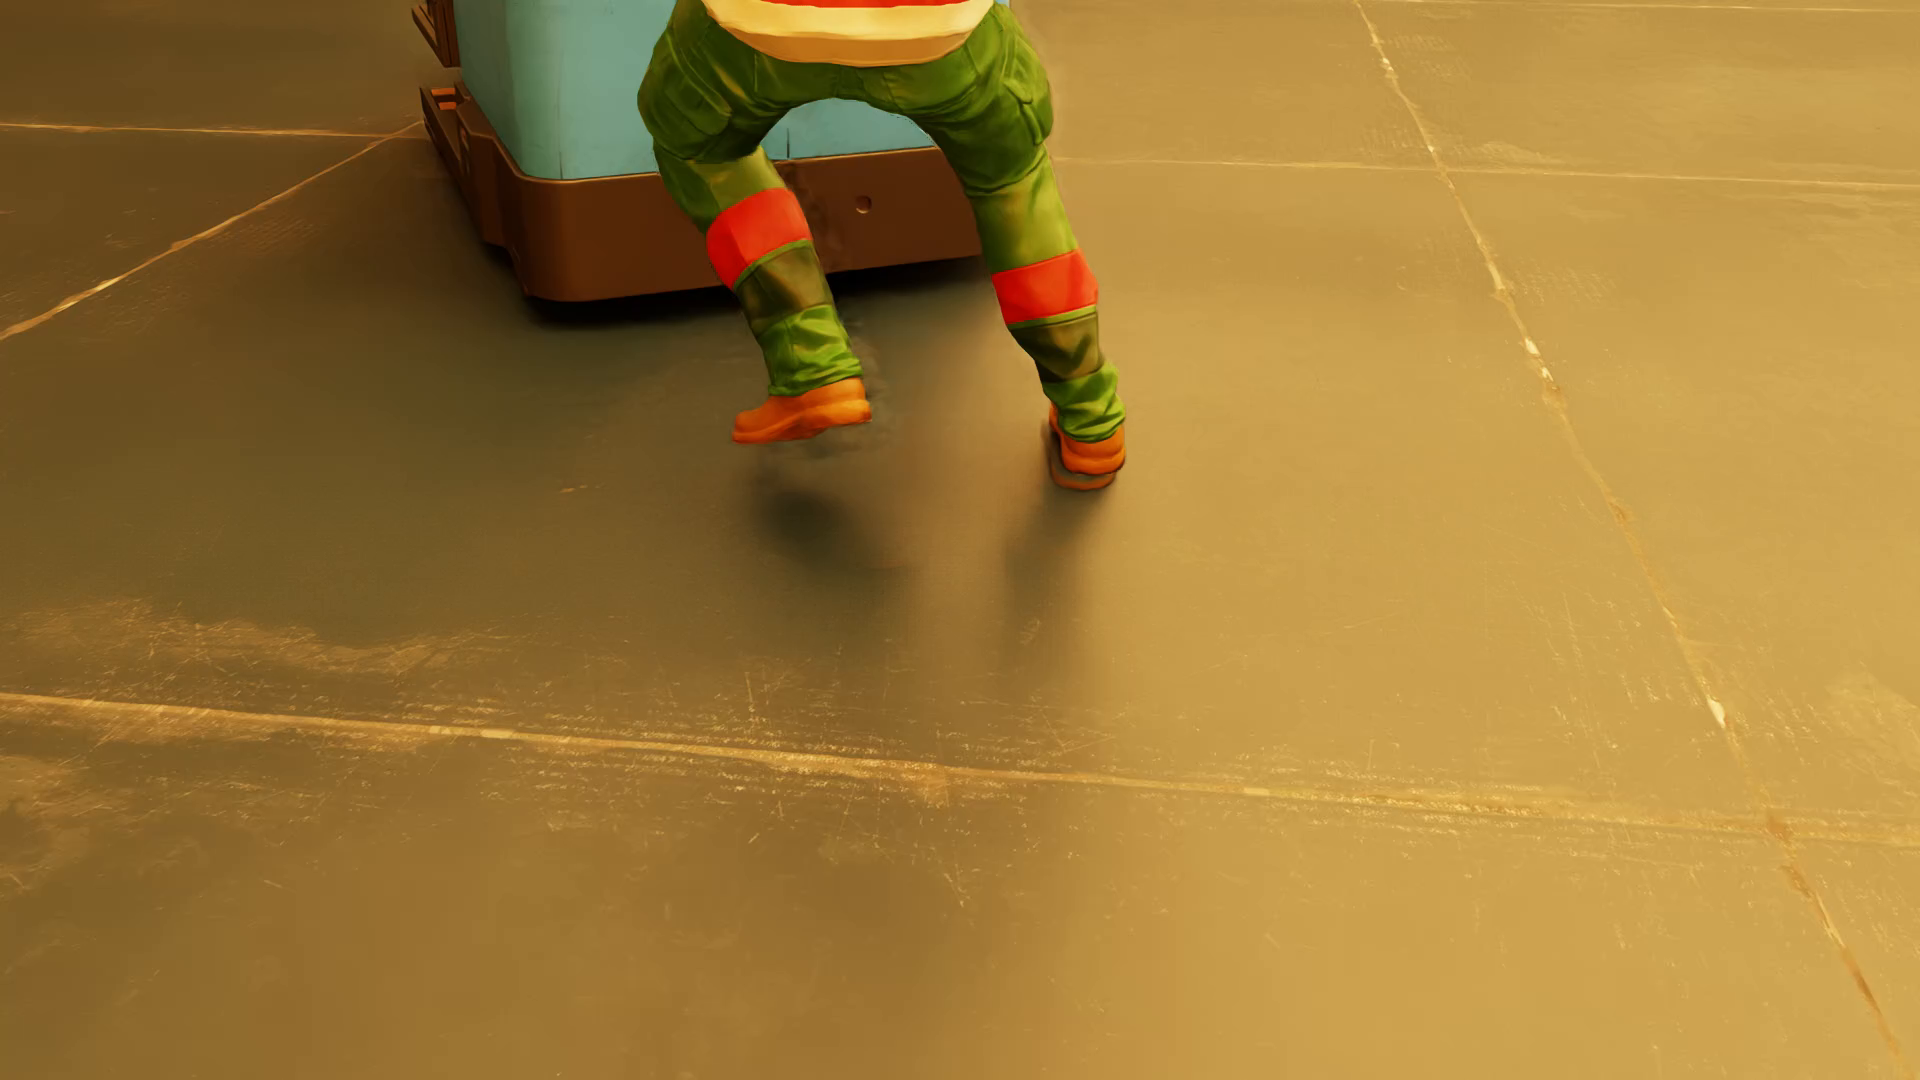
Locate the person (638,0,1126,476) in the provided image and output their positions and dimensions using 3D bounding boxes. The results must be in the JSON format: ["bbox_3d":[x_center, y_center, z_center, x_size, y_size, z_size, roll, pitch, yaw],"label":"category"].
[{"bbox_3d":[-0.121,-0.831,2.357,0.907,1.624,0.632,-5,27,-9],"label":"person"}]

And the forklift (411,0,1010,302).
[{"bbox_3d":[-0.896,-2.416,4.060,1.130,2.935,3.031,-10,28,-19],"label":"forklift"}]
